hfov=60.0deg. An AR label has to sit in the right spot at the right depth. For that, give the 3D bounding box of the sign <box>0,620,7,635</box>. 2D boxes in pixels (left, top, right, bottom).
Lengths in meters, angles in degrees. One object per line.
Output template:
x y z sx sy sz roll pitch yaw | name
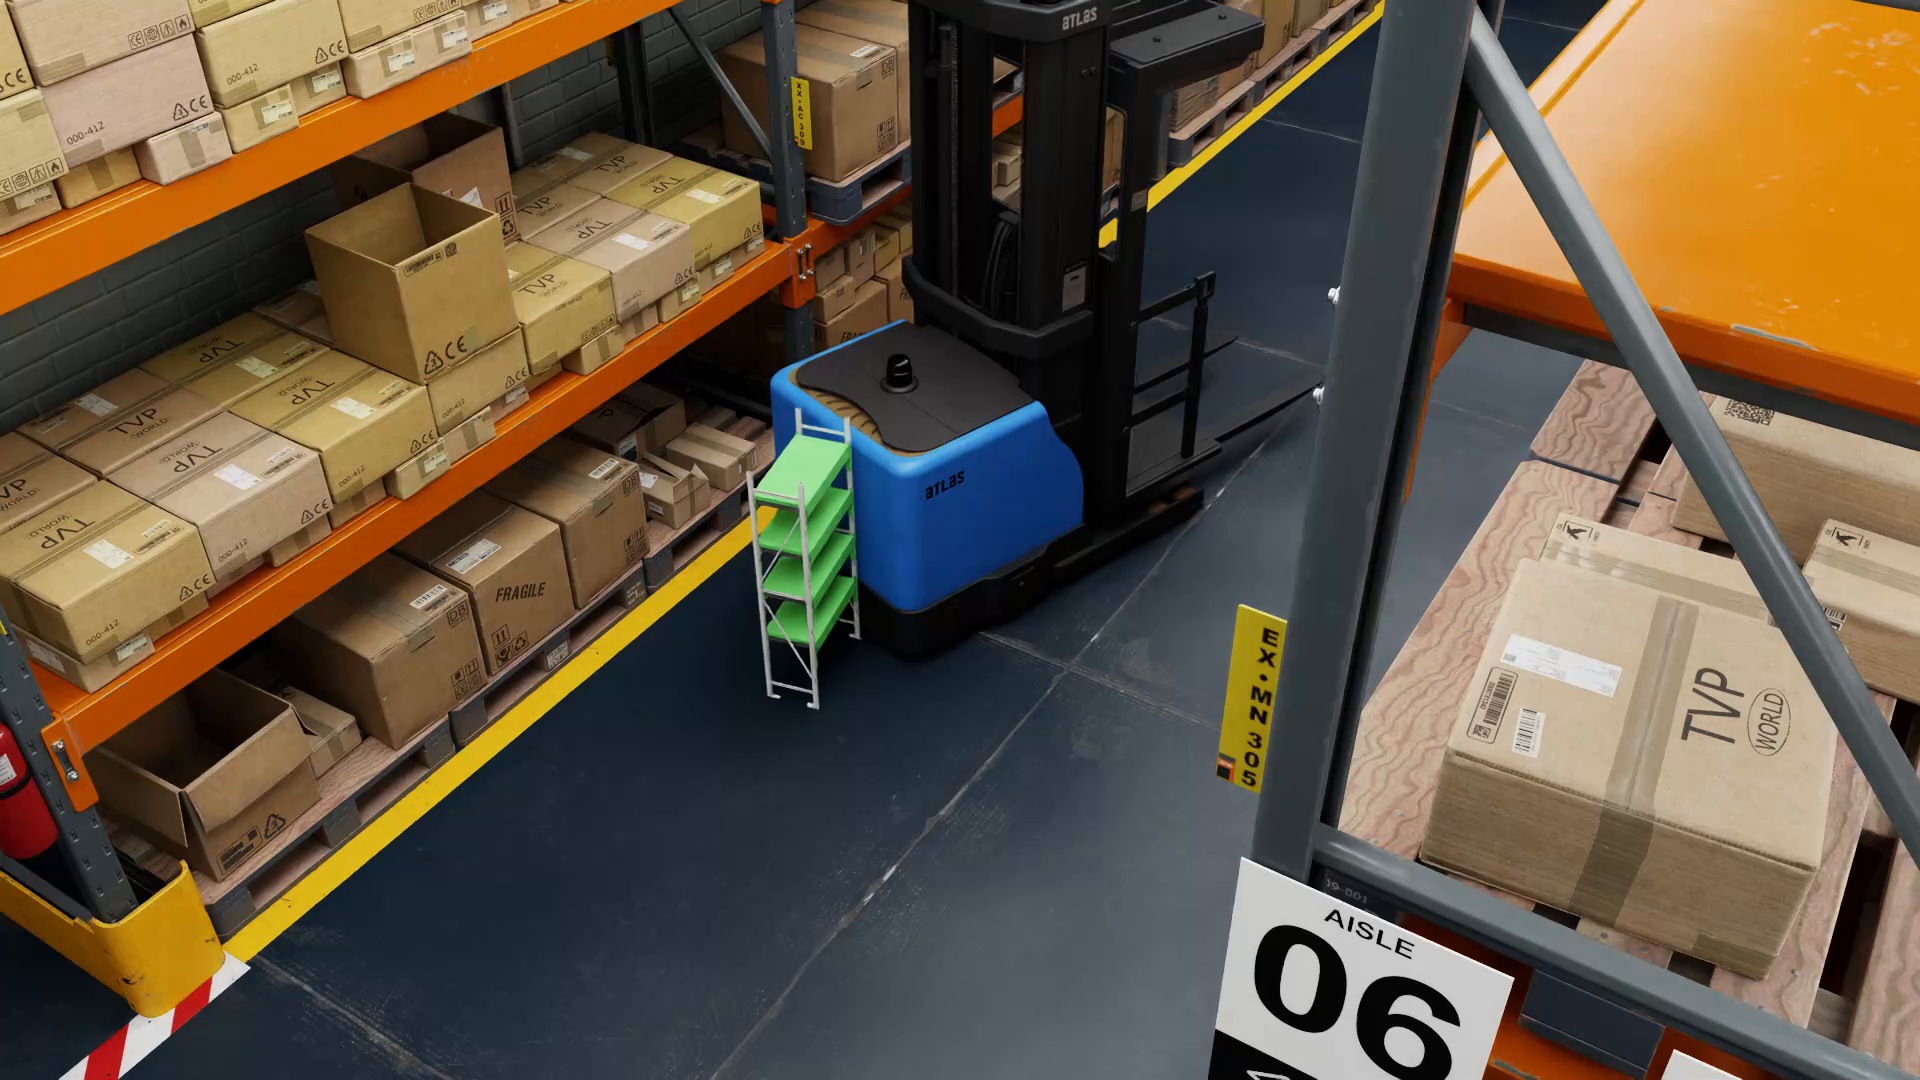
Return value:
-2.867 0.136 4.847 0.100 0.325 0.005 21 42 25 | sign

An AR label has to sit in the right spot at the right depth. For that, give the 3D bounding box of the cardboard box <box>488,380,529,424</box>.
-1.981 -0.624 6.748 0.380 0.149 0.250 21 42 25 | cardboard box

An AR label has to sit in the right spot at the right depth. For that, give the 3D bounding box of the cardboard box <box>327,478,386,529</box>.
-2.384 -0.221 6.225 0.380 0.149 0.250 22 43 26 | cardboard box

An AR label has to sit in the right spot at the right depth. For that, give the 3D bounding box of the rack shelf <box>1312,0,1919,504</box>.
1.940 -1.040 3.085 1.077 0.370 4.000 21 42 25 | rack shelf

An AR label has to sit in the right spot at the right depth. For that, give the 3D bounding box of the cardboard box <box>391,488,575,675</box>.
-2.059 0.173 7.211 0.500 0.500 0.500 22 43 26 | cardboard box

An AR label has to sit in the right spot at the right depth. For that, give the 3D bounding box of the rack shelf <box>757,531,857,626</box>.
-0.650 0.140 7.129 0.258 0.148 0.480 12 39 15 | rack shelf

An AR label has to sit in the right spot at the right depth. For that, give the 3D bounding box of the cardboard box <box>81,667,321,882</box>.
-2.917 0.840 6.344 0.797 0.503 0.637 19 42 23 | cardboard box

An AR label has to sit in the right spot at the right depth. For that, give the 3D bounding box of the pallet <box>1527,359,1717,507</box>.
1.910 -0.247 3.669 1.003 0.211 1.213 21 42 25 | pallet

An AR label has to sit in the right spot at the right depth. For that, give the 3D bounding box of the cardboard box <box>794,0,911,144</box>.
-0.457 -2.410 8.432 0.700 0.500 0.500 22 43 26 | cardboard box

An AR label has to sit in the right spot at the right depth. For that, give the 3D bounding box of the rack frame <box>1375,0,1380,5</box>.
3.104 -5.885 13.366 1.000 3.000 0.127 21 42 25 | rack frame

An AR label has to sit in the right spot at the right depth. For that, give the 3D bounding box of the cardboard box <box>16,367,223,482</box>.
-3.025 -0.346 6.061 0.500 0.250 0.500 21 42 25 | cardboard box

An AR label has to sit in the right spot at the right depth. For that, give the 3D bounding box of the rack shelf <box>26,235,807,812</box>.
-2.254 -0.444 6.898 1.077 0.370 4.000 21 42 25 | rack shelf

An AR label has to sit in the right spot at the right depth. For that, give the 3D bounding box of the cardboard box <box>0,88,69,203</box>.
-2.857 -1.084 4.561 0.500 0.250 0.500 21 42 25 | cardboard box

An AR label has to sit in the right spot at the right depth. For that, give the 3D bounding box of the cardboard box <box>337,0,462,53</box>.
-2.059 -1.887 5.603 0.500 0.250 0.500 21 42 24 | cardboard box

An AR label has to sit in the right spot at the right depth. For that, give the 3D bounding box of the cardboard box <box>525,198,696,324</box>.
-1.505 -1.213 7.186 0.500 0.250 0.500 21 42 25 | cardboard box

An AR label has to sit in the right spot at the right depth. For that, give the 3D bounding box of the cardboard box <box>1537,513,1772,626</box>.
1.190 0.125 2.893 0.380 0.149 0.250 18 41 22 | cardboard box

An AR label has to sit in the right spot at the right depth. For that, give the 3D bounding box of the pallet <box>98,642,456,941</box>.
-2.858 0.956 6.777 1.003 0.211 1.213 21 42 25 | pallet

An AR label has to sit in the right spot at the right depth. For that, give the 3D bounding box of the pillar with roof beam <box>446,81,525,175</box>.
1.319 -2.664 4.275 9.100 9.000 0.400 21 42 25 | pillar with roof beam

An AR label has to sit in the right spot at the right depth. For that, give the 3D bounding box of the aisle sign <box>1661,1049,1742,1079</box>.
1.074 1.026 2.273 0.394 0.787 0.004 21 42 25 | aisle sign

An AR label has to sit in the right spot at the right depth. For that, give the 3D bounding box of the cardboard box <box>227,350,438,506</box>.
-2.316 -0.425 6.163 0.500 0.250 0.500 20 42 24 | cardboard box

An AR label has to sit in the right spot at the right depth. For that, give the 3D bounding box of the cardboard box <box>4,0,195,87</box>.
-2.587 -1.545 4.750 0.500 0.250 0.500 21 42 25 | cardboard box

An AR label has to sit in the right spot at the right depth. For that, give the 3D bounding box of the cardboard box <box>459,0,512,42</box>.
-1.843 -1.921 5.973 0.380 0.149 0.250 22 43 26 | cardboard box

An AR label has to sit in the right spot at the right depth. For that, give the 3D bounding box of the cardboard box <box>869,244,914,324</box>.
-0.456 -1.390 9.239 0.500 0.500 0.500 21 42 25 | cardboard box

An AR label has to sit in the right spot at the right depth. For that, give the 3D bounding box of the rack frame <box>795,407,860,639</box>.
-0.572 -0.051 7.273 0.240 1.200 0.015 12 39 15 | rack frame

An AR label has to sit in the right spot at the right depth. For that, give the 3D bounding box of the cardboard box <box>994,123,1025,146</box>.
0.299 -2.396 10.013 0.380 0.149 0.250 21 42 24 | cardboard box

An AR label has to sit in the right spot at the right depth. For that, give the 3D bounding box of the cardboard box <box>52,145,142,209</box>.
-2.688 -1.145 4.967 0.380 0.149 0.250 21 42 25 | cardboard box

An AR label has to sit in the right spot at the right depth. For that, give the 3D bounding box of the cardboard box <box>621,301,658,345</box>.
-1.543 -1.004 7.241 0.380 0.149 0.250 22 43 26 | cardboard box

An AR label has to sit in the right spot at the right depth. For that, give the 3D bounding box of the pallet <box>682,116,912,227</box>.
-0.662 -2.061 8.563 1.003 0.211 1.213 21 42 25 | pallet

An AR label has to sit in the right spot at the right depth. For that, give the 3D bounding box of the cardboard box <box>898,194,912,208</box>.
-0.253 -1.858 9.315 0.380 0.149 0.250 21 42 25 | cardboard box

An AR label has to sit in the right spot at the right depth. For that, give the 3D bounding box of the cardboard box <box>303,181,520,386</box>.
-2.051 -0.973 6.260 0.500 0.500 0.500 22 43 26 | cardboard box

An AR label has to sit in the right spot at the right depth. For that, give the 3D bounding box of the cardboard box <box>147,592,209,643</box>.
-2.820 0.175 5.711 0.380 0.149 0.250 22 43 26 | cardboard box

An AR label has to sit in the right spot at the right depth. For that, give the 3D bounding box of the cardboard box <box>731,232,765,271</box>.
-1.140 -1.414 7.773 0.380 0.149 0.250 22 43 26 | cardboard box

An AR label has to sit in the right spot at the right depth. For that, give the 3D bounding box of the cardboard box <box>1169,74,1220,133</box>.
1.307 -3.365 11.699 0.875 0.625 0.625 23 43 26 | cardboard box

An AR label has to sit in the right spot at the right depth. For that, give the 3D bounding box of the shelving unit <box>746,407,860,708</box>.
-0.650 0.090 7.090 0.258 1.200 0.503 12 39 15 | shelving unit

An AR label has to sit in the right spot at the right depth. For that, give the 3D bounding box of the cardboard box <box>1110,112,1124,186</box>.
0.916 -2.711 10.952 0.500 0.500 0.500 22 43 26 | cardboard box

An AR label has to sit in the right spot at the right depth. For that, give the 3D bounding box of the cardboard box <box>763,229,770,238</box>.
-1.092 -1.615 9.000 0.380 0.149 0.250 21 42 25 | cardboard box

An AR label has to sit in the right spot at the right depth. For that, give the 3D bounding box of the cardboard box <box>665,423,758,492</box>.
-1.233 -0.414 8.261 0.380 0.149 0.250 20 42 24 | cardboard box

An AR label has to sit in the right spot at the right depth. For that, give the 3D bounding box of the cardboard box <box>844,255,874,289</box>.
-0.682 -1.460 8.798 0.380 0.149 0.250 20 42 24 | cardboard box

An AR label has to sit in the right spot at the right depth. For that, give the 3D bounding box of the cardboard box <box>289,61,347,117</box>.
-2.253 -1.525 5.460 0.380 0.149 0.250 21 42 25 | cardboard box

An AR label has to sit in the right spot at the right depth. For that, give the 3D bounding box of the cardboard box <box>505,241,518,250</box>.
-2.216 -1.126 7.072 0.500 0.250 0.500 22 43 26 | cardboard box

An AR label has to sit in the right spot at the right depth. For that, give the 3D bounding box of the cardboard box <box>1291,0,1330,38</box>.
2.412 -4.440 13.094 0.875 0.625 0.625 21 42 25 | cardboard box

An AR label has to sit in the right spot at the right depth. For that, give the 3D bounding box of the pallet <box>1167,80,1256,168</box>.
1.435 -3.130 12.076 1.003 0.211 1.213 21 42 25 | pallet

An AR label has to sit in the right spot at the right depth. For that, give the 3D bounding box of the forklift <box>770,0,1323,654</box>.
0.588 -1.409 7.617 3.031 2.935 1.130 -27 45 -31 | forklift
